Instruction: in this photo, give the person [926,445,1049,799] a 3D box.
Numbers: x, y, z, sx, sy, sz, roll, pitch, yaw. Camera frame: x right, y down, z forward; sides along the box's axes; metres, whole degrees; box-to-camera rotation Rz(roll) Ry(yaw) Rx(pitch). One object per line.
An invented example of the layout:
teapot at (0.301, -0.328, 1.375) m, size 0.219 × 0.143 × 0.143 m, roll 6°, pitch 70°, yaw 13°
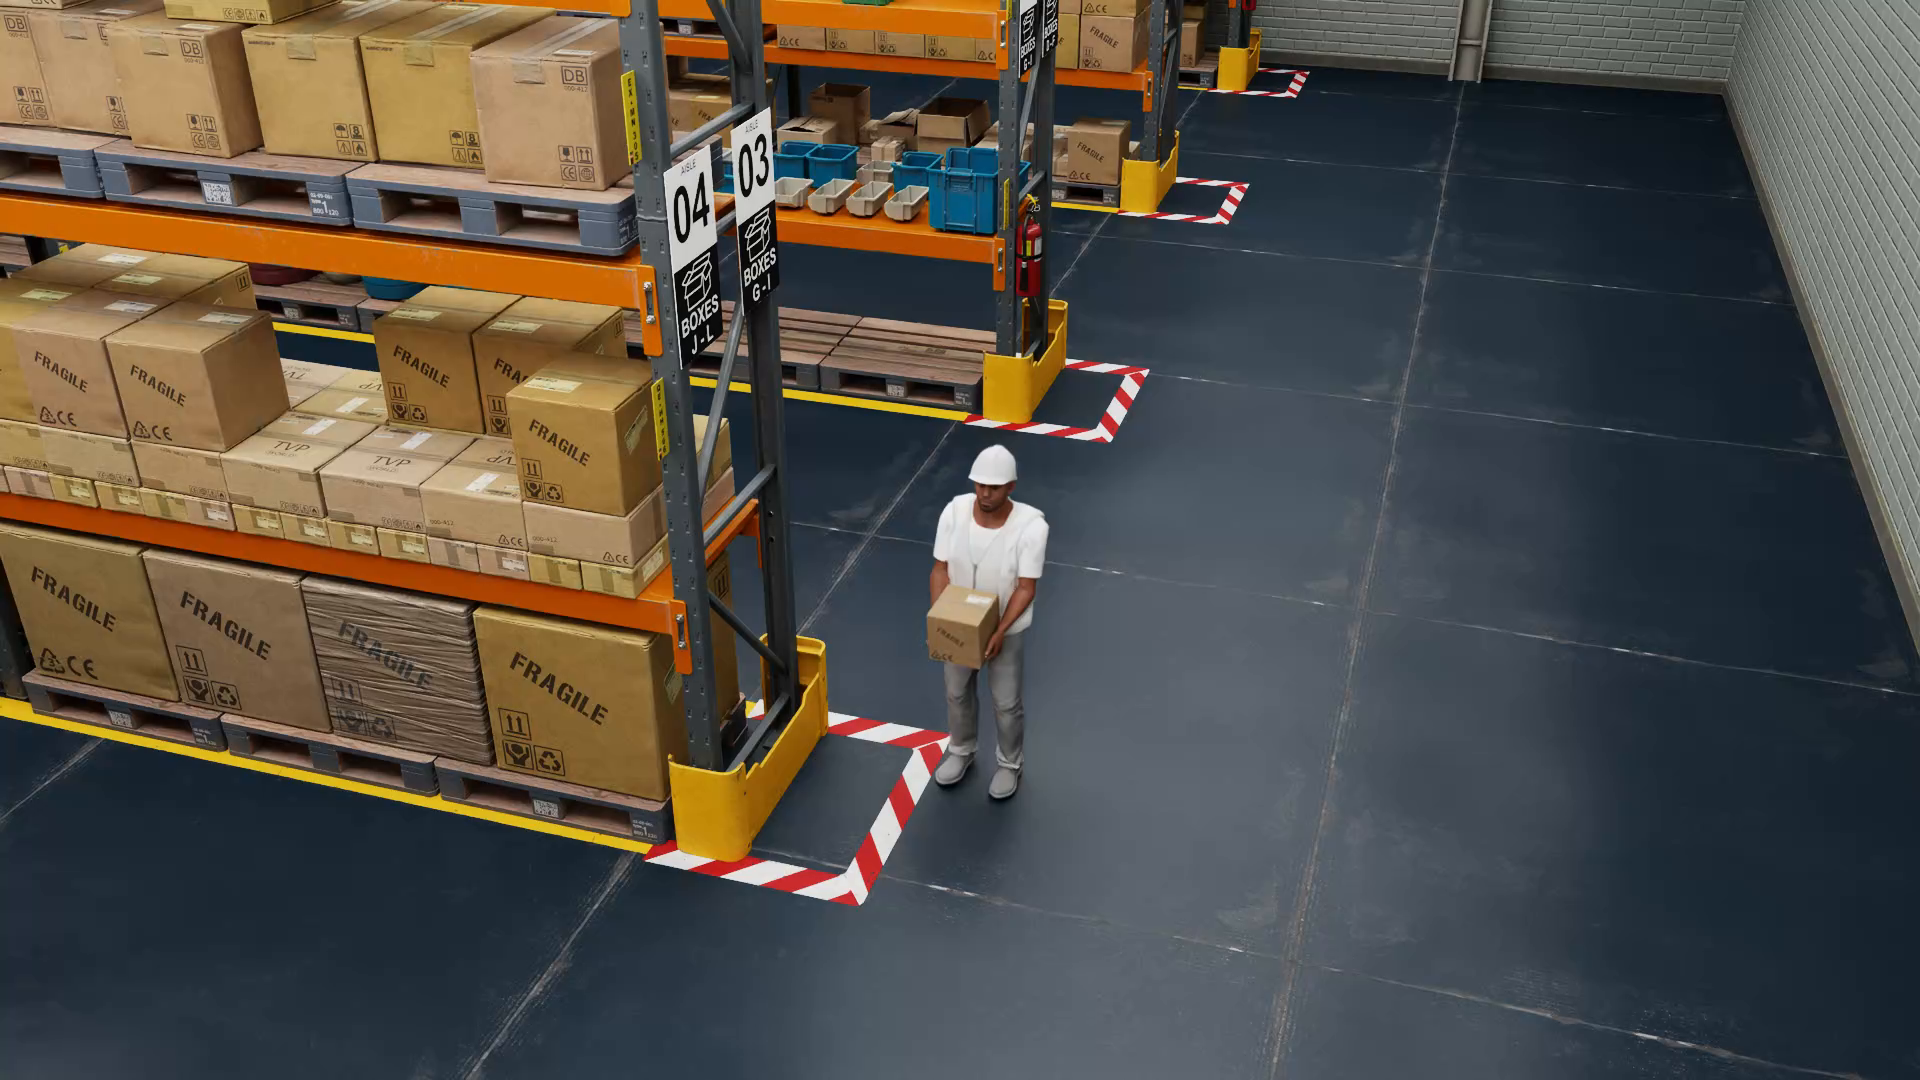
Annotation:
person at (0.095, 0.423, 7.722) m, size 0.528 × 1.769 × 0.567 m, roll 11°, pitch 31°, yaw 20°
